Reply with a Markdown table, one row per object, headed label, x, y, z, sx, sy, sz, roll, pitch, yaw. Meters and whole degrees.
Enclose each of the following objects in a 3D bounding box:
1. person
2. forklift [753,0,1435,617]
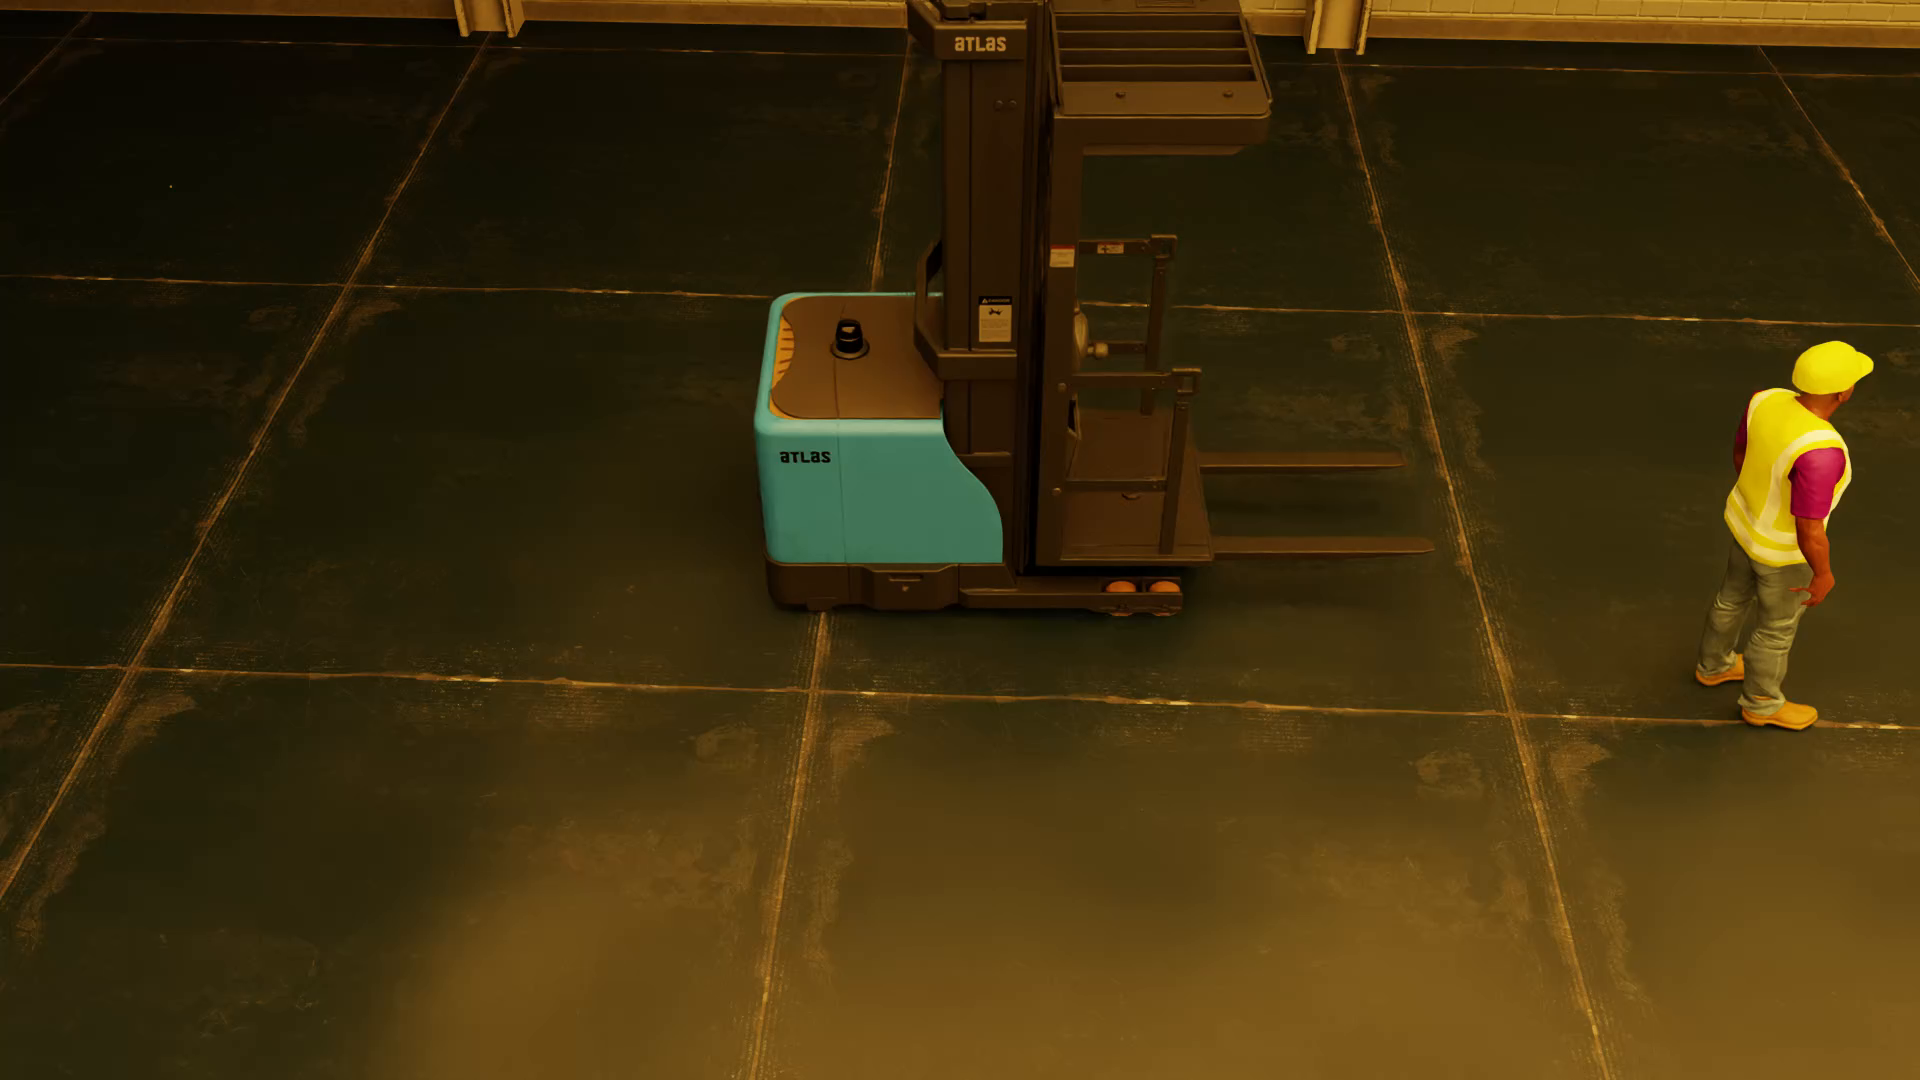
| label | x | y | z | sx | sy | sz | roll | pitch | yaw |
| --- | --- | --- | --- | --- | --- | --- | --- | --- | --- |
| person | 3.326 | -0.037 | 6.639 | 0.565 | 1.768 | 0.665 | -4 | 43 | -4 |
| forklift | 0.639 | -1.096 | 6.943 | 3.031 | 2.935 | 1.130 | 0 | 42 | 0 |
